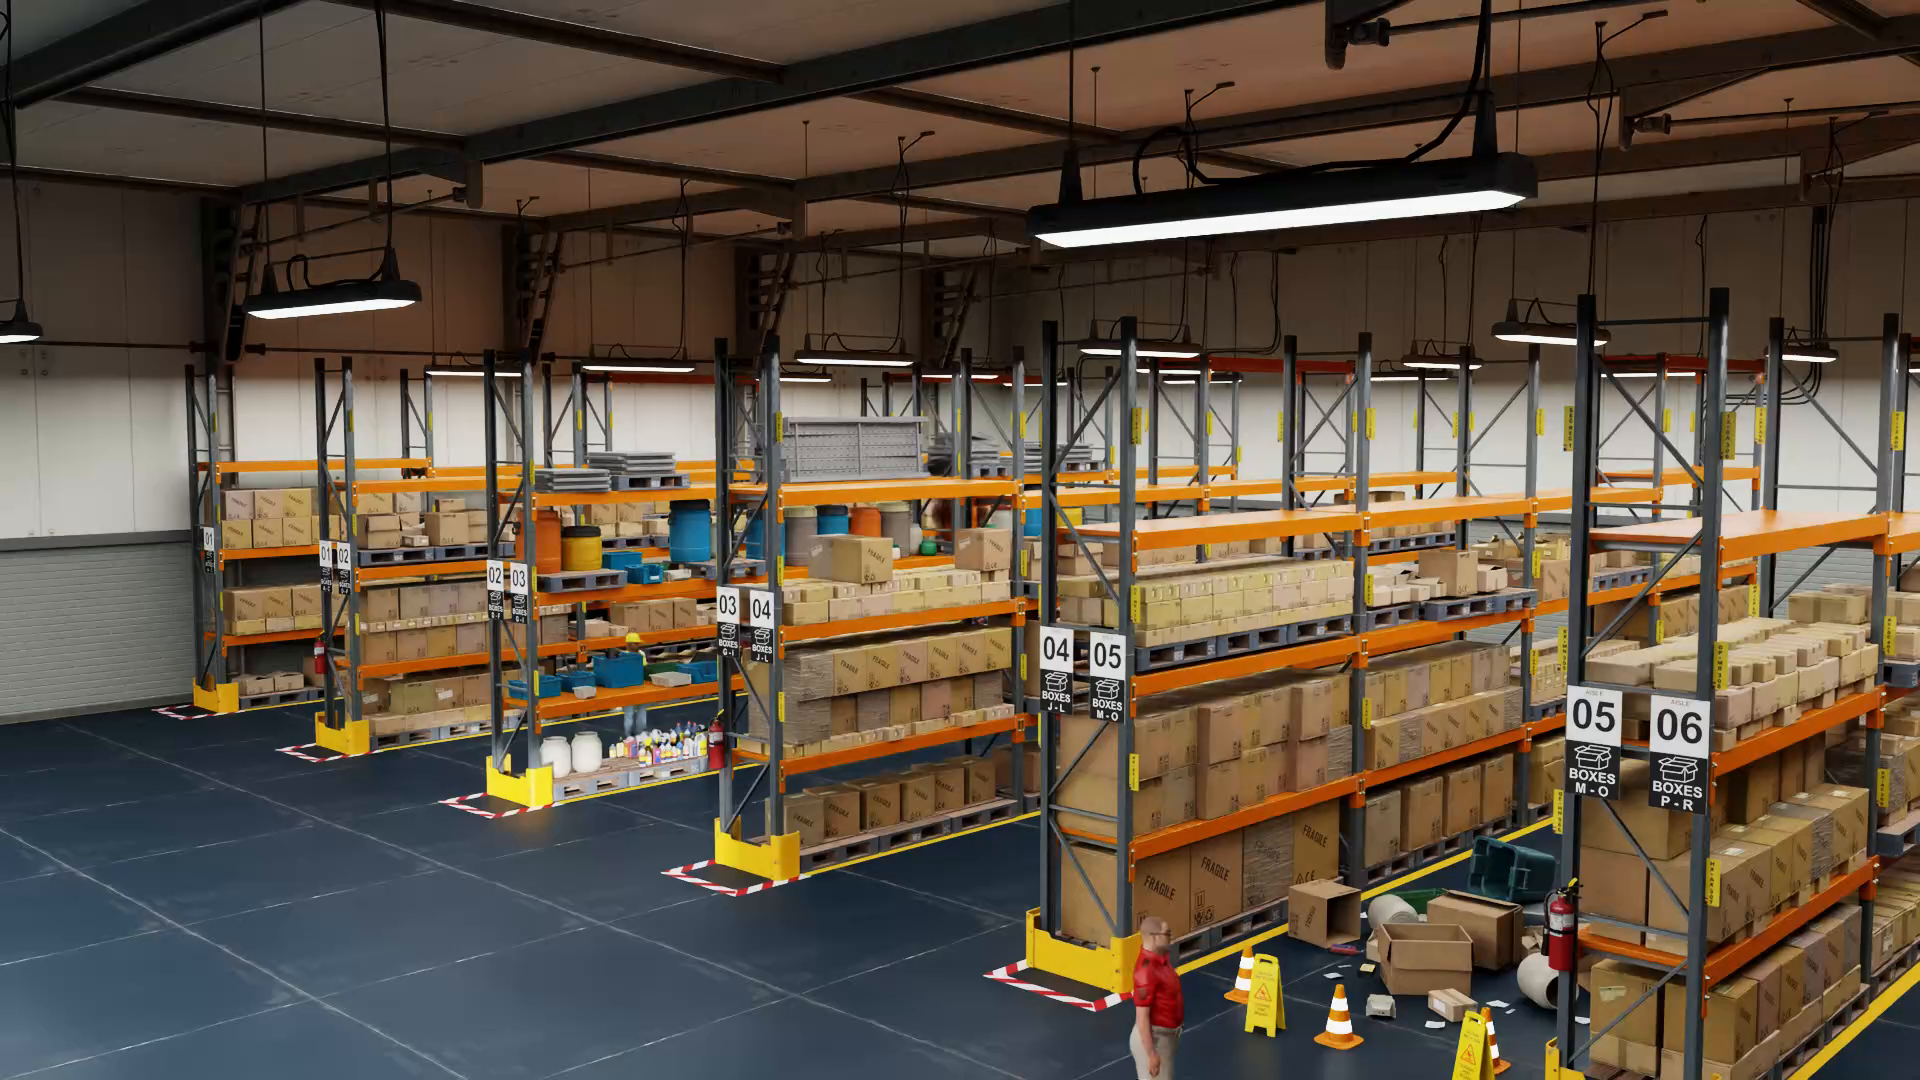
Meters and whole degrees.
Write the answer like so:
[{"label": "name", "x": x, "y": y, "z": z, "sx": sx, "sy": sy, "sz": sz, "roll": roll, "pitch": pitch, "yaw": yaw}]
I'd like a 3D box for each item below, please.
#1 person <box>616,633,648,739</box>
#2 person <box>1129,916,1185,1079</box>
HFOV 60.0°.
[{"label": "person", "x": -5.012, "y": 2.316, "z": 25.607, "sx": 0.591, "sy": 1.773, "sz": 0.430, "roll": -4, "pitch": 6, "yaw": -42}, {"label": "person", "x": 1.346, "y": 3.449, "z": 11.319, "sx": 0.401, "sy": 1.767, "sz": 0.636, "roll": 1, "pitch": 5, "yaw": 16}]
